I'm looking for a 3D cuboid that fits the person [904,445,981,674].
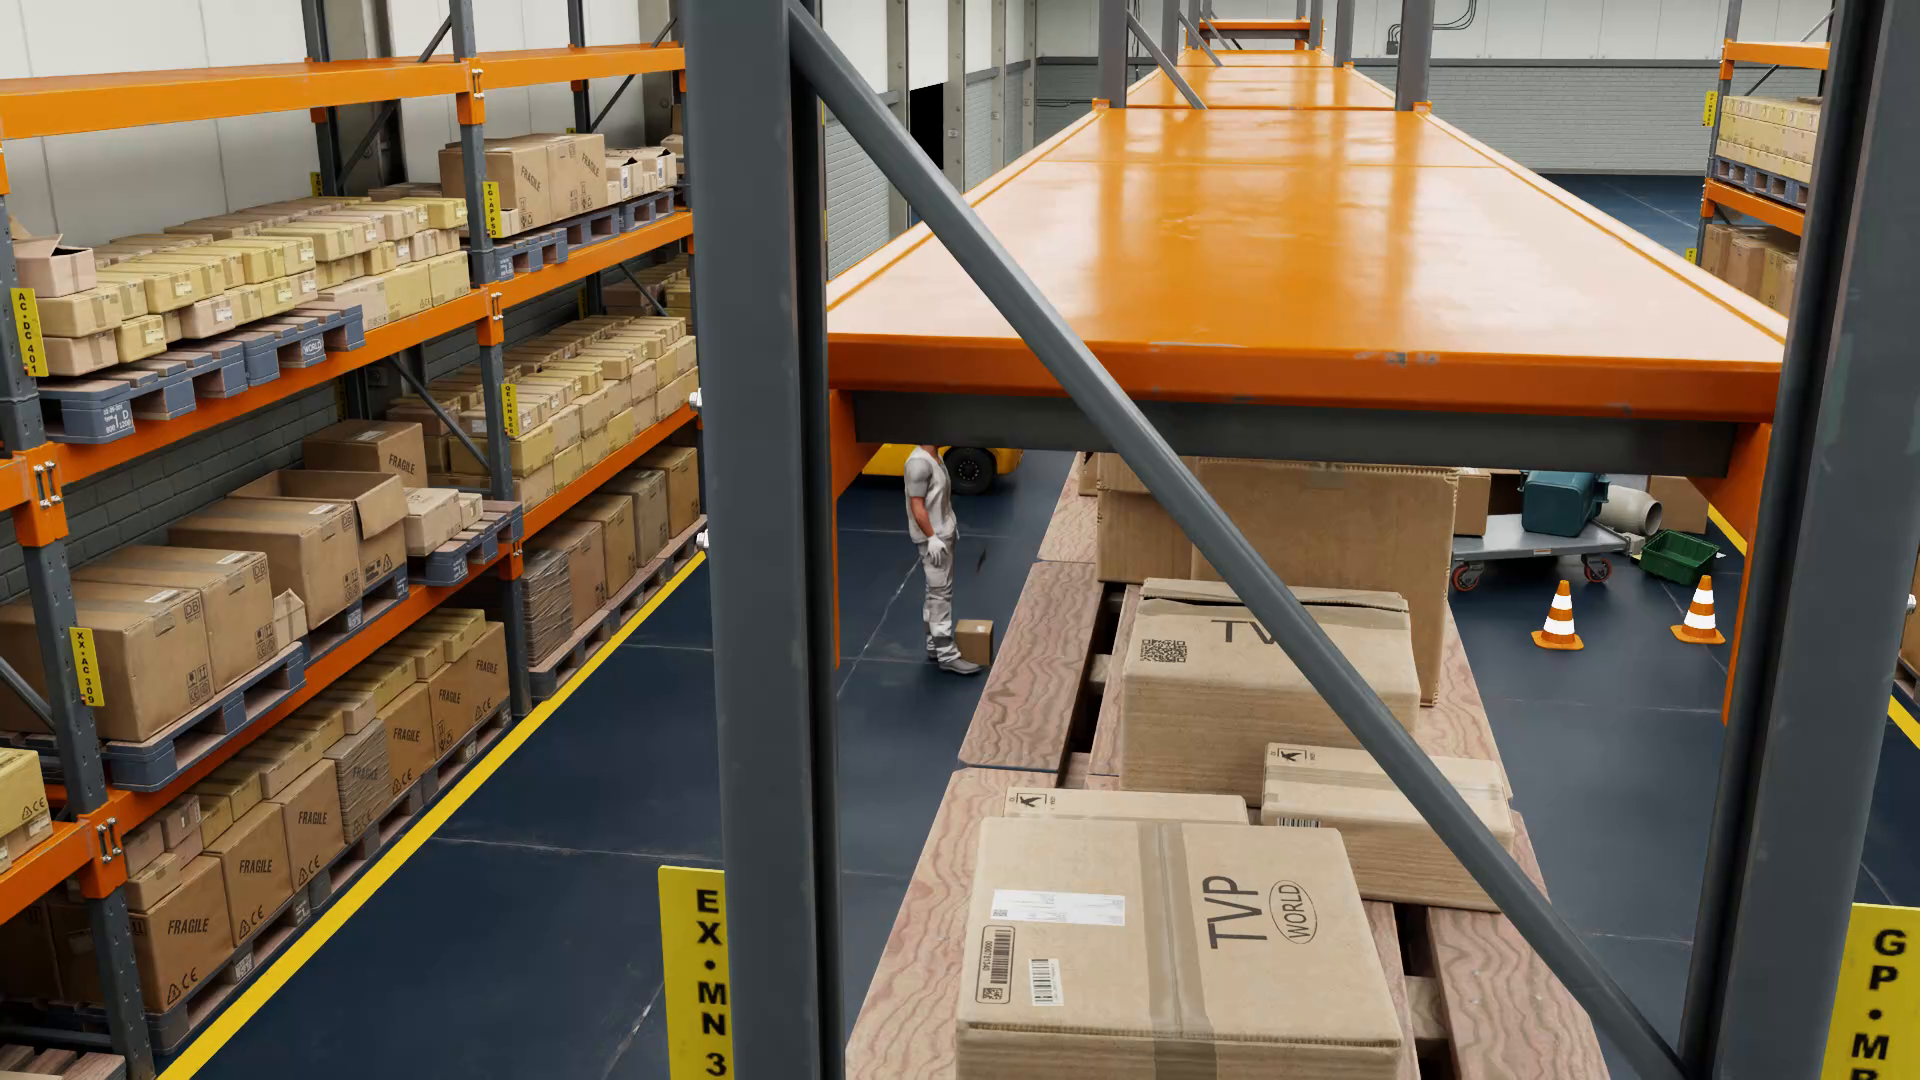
[{"bbox_3d":[-0.095,-0.013,11.525,0.564,1.788,0.627,3,18,9],"label":"person"}]
